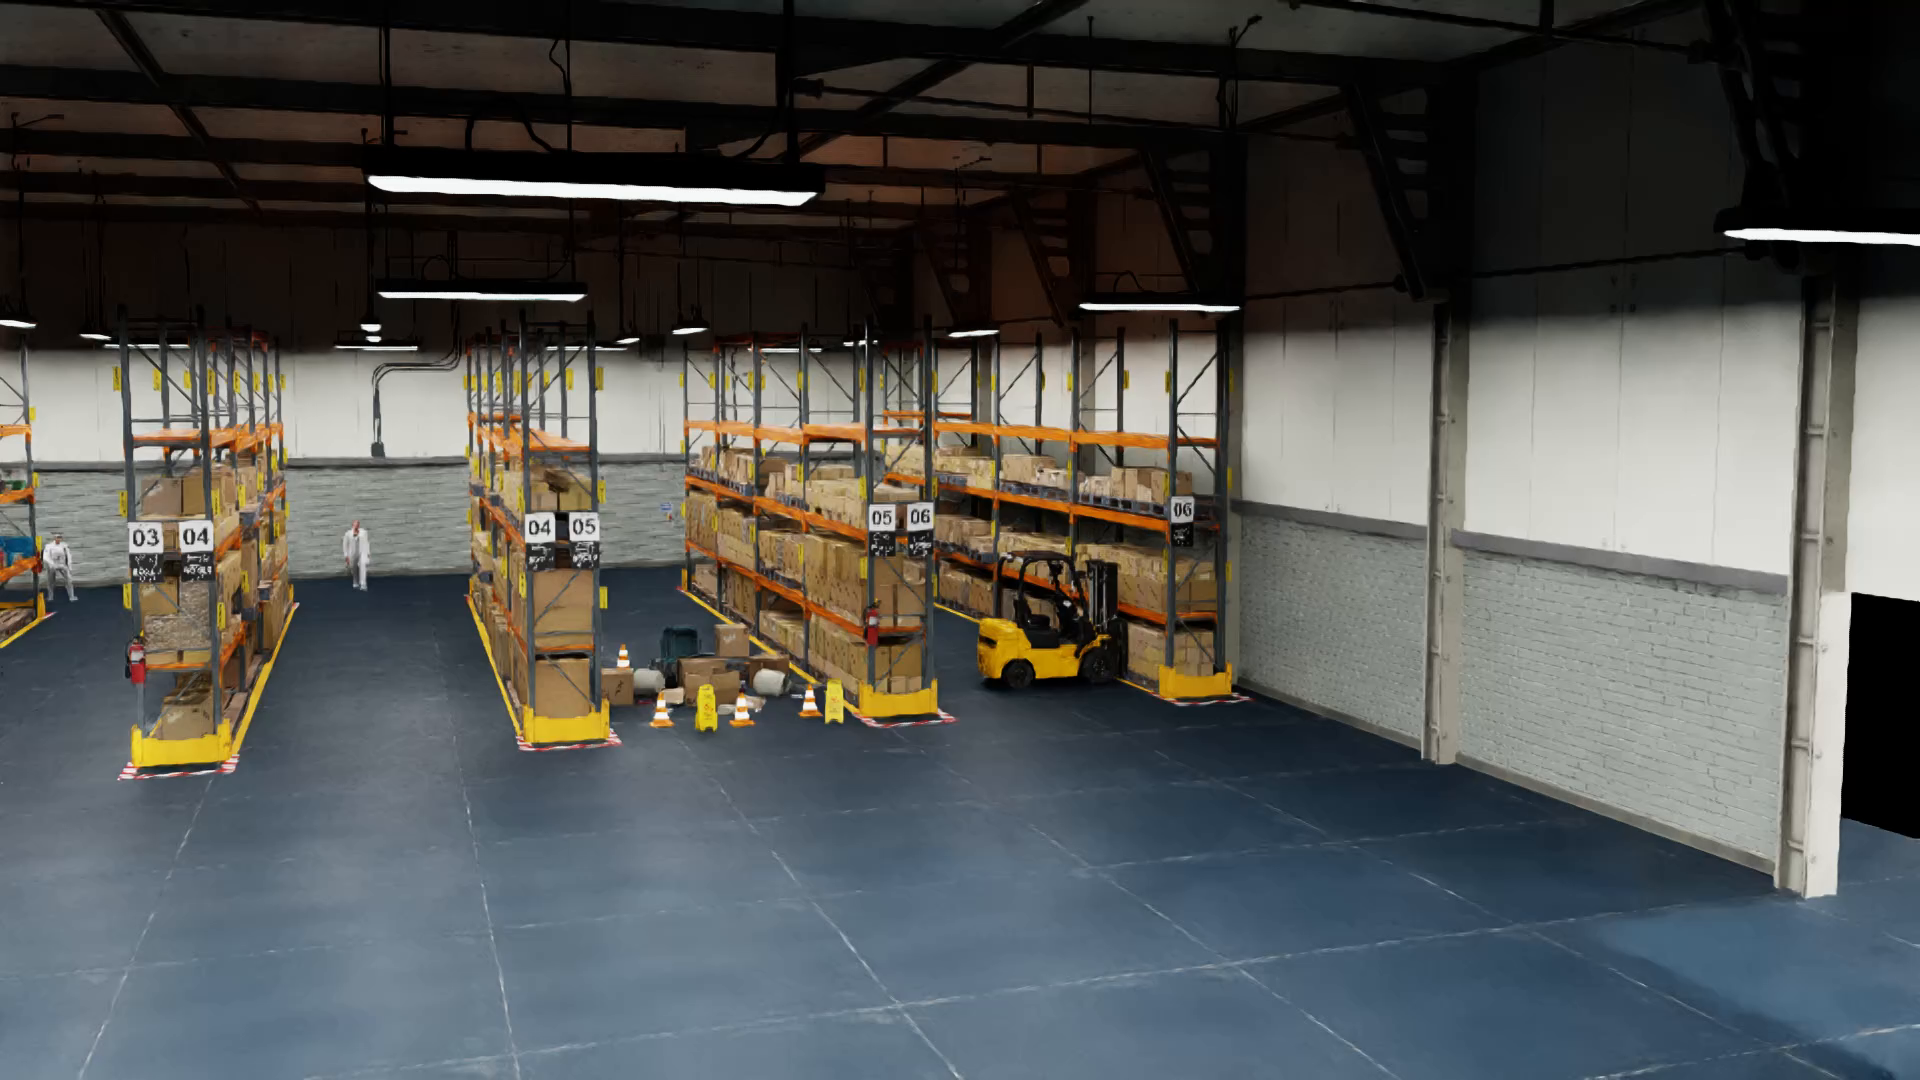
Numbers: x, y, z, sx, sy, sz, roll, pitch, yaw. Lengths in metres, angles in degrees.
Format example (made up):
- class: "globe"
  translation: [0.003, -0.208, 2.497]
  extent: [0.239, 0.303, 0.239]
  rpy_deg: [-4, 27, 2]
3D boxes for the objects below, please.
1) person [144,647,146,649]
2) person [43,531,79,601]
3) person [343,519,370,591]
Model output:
- class: "person"
  translation: [-14.990, 1.336, 30.567]
  extent: [0.417, 1.517, 1.036]
  rpy_deg: [-2, 6, -16]
- class: "person"
  translation: [-20.593, 0.592, 37.987]
  extent: [0.644, 1.615, 0.783]
  rpy_deg: [-4, 7, -37]
- class: "person"
  translation: [-14.519, 0.345, 39.998]
  extent: [0.574, 1.698, 1.193]
  rpy_deg: [-2, 6, -17]
